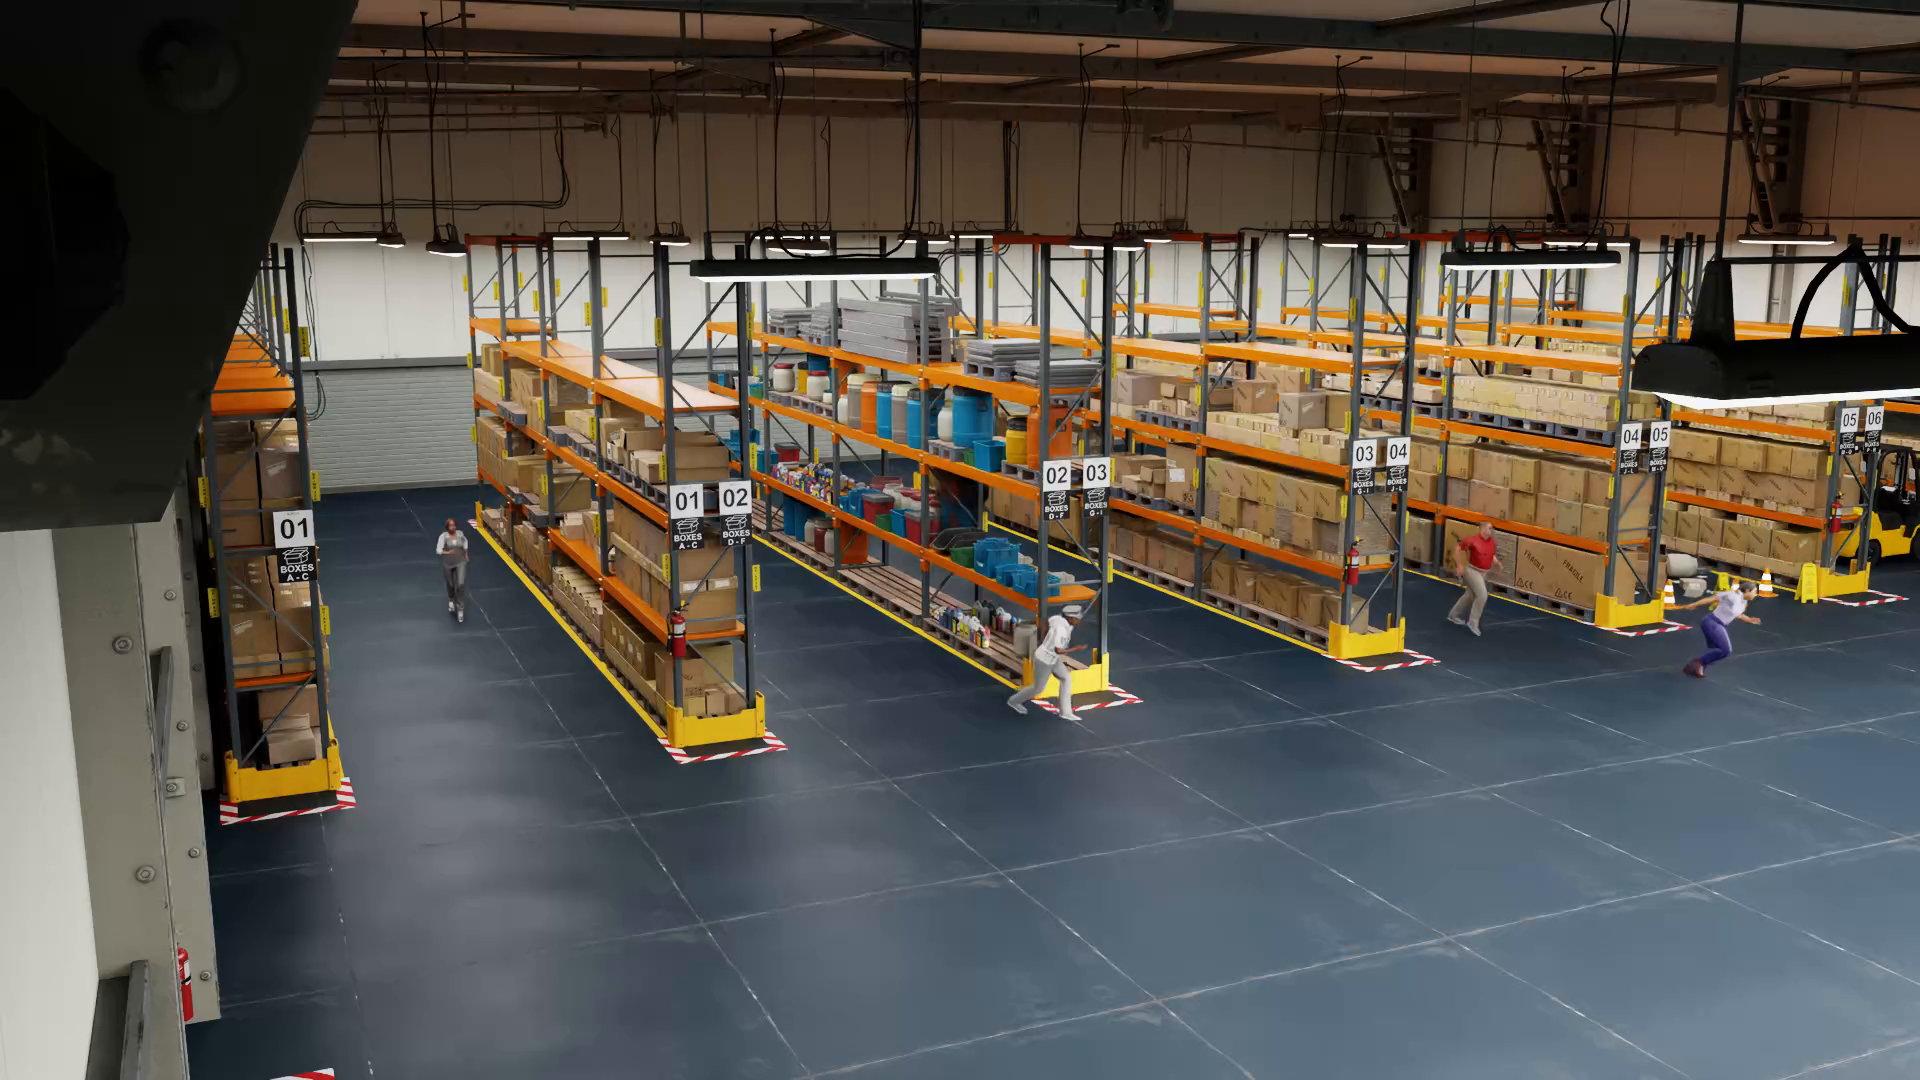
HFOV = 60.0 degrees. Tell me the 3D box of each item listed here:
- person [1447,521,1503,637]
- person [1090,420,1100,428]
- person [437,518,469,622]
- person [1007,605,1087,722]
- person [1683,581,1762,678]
[{"bbox_3d":[7.976,0.556,25.752,0.732,1.712,0.846,-9,14,-39],"label":"person"},{"bbox_3d":[3.337,-2.623,41.985,0.657,1.709,0.943,6,12,27],"label":"person"},{"bbox_3d":[-8.103,0.432,26.600,0.501,1.625,0.825,-4,12,-20],"label":"person"},{"bbox_3d":[1.103,1.566,21.147,1.057,1.537,0.601,3,11,14],"label":"person"},{"bbox_3d":[10.562,1.239,23.012,0.935,1.413,0.608,9,14,38],"label":"person"}]
